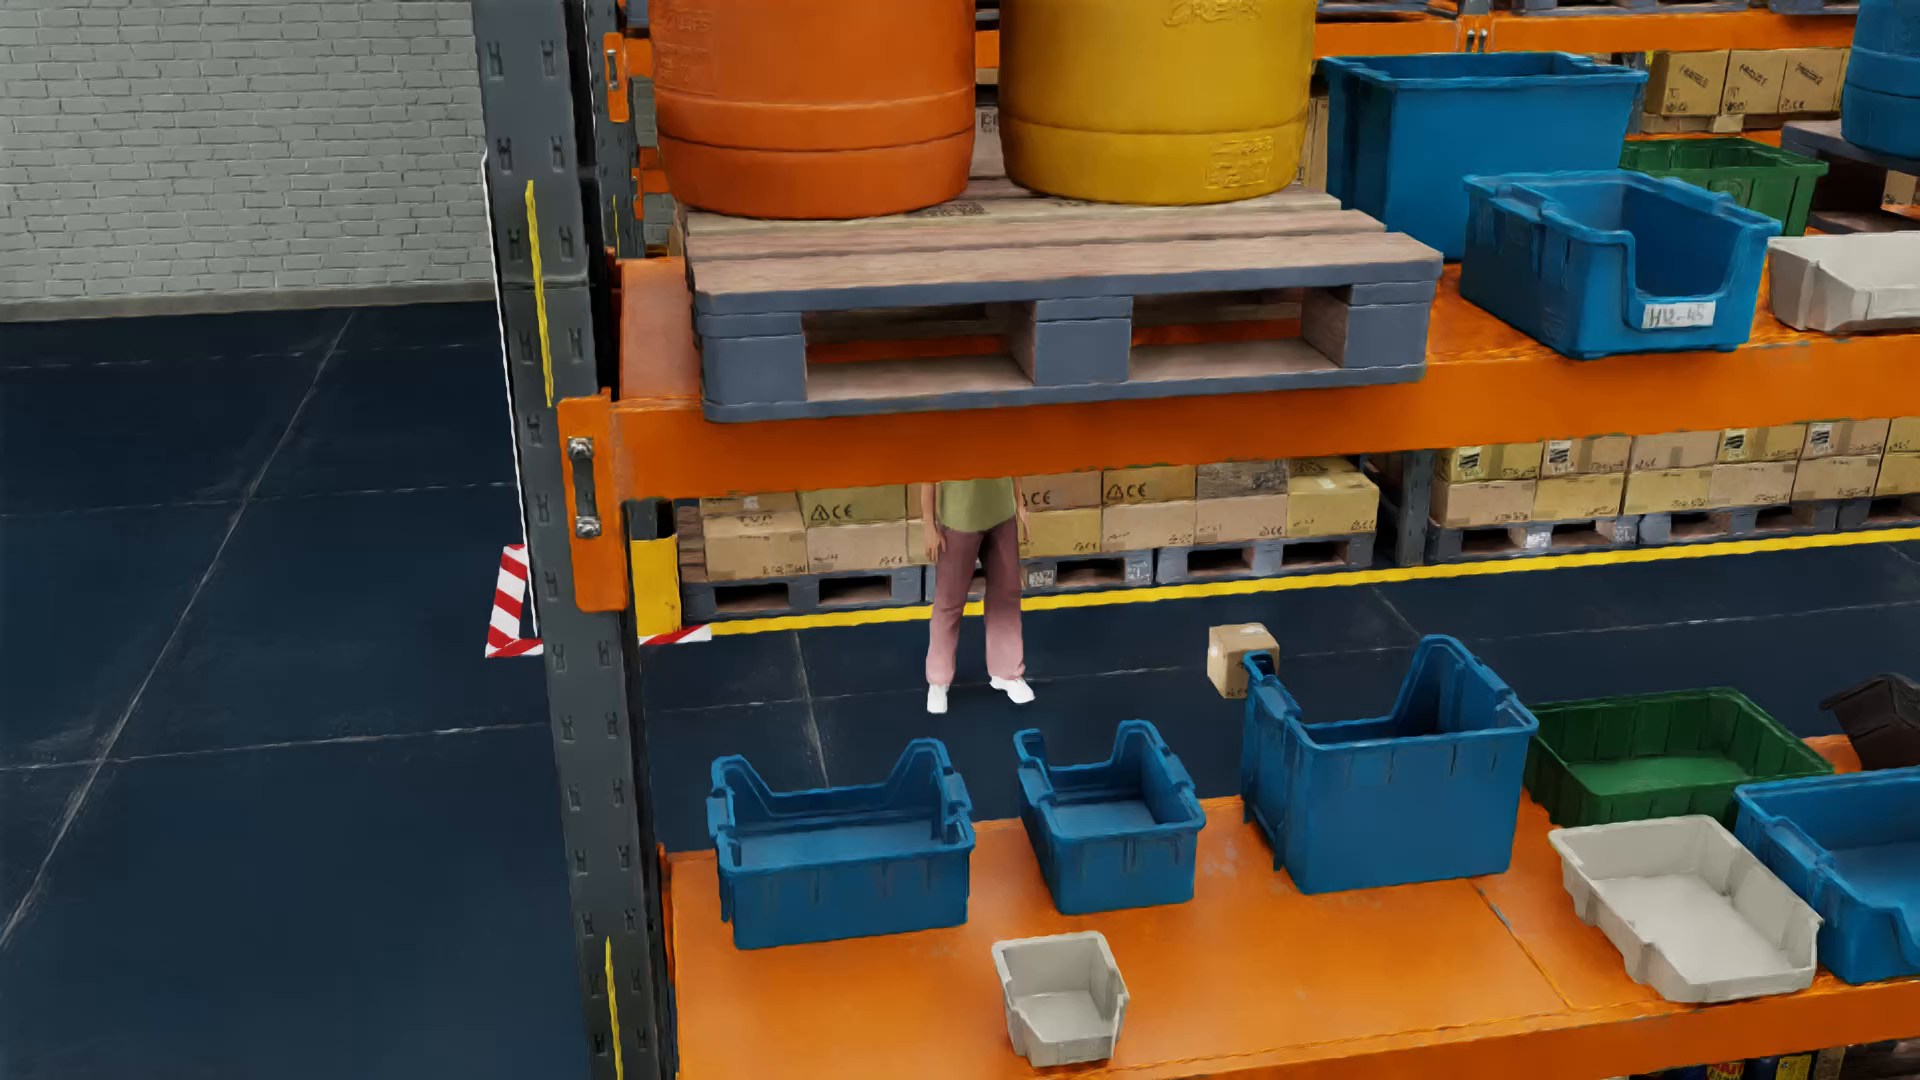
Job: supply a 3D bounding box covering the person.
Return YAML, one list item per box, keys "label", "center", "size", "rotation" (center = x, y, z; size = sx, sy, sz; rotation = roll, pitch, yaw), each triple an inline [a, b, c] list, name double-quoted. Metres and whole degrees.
- label: "person"
  center: [0.084, -0.053, 7.159]
  size: [0.524, 1.676, 0.451]
  rotation: [-14, 27, -30]
